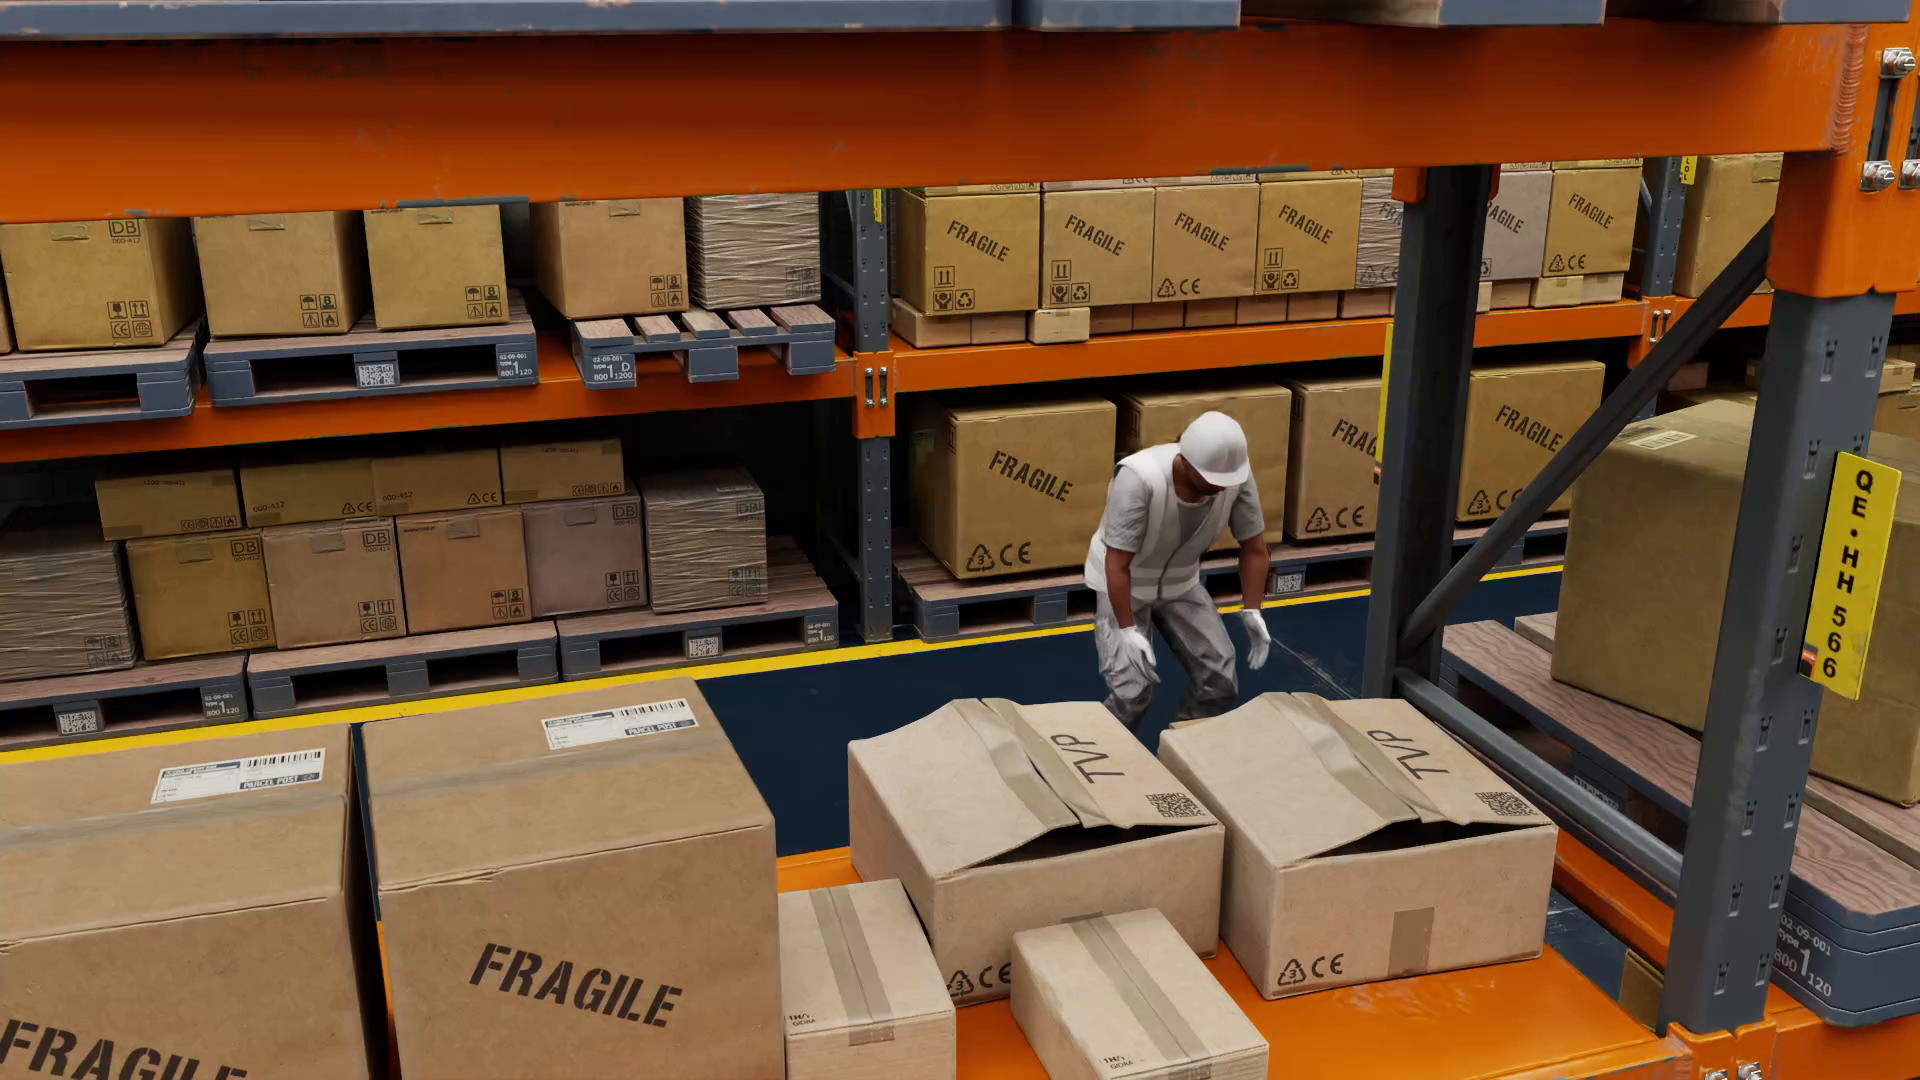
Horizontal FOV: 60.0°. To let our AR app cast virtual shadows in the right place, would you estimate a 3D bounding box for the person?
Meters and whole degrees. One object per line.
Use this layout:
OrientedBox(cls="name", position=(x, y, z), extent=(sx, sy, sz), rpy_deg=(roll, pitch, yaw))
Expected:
OrientedBox(cls="person", position=(0.756, 0.221, 5.832), extent=(0.610, 1.498, 0.710), rpy_deg=(-6, 20, -17))
